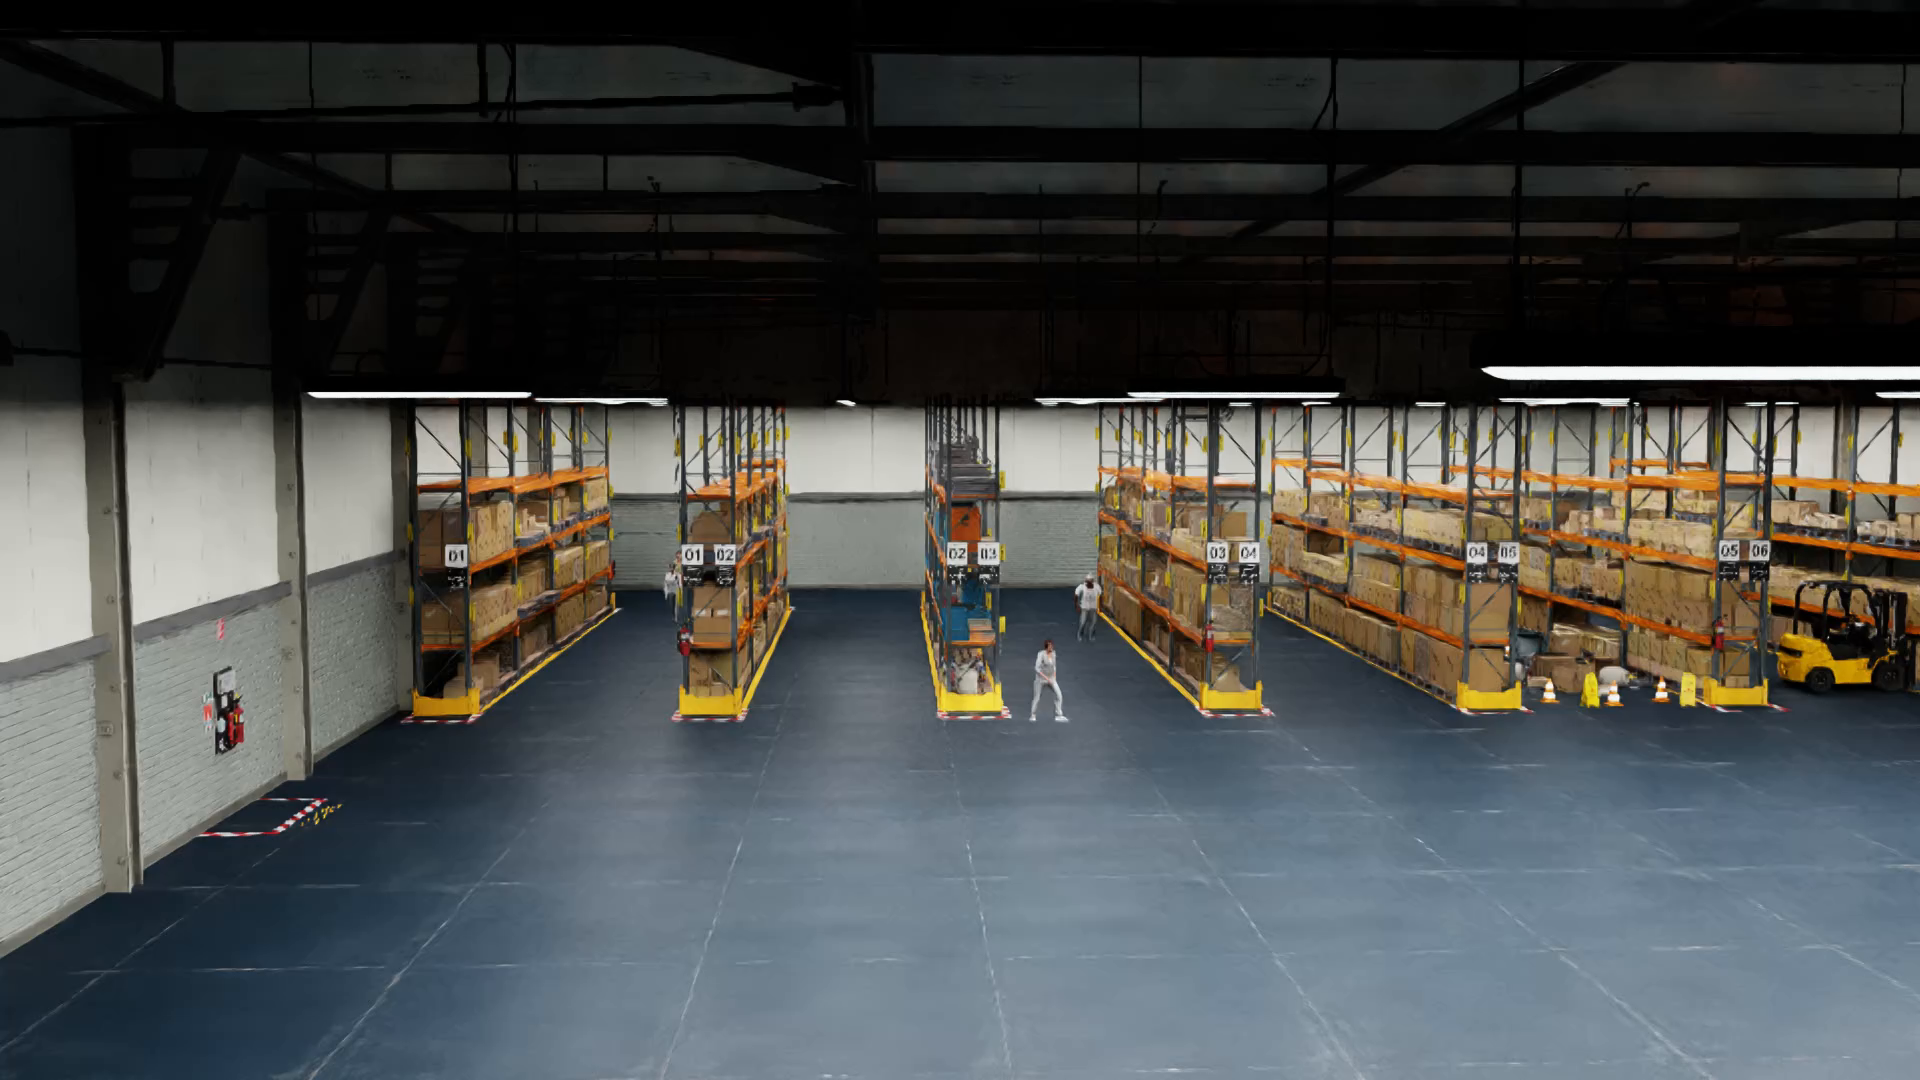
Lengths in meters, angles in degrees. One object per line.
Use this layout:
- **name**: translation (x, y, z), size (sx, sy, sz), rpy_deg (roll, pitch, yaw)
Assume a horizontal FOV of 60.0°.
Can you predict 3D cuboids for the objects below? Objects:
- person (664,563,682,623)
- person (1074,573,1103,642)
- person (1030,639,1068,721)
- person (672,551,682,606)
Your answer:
- **person**: translation (-7.690, 1.392, 44.544), size (0.495, 1.589, 1.086), rpy_deg (0, 5, -1)
- **person**: translation (3.151, 1.656, 40.761), size (0.719, 1.714, 0.578), rpy_deg (0, 5, -5)
- **person**: translation (1.576, 2.548, 30.380), size (0.563, 1.536, 0.738), rpy_deg (-2, 5, -24)
- **person**: translation (-8.139, 1.105, 48.203), size (0.448, 1.590, 1.110), rpy_deg (0, 5, 0)
